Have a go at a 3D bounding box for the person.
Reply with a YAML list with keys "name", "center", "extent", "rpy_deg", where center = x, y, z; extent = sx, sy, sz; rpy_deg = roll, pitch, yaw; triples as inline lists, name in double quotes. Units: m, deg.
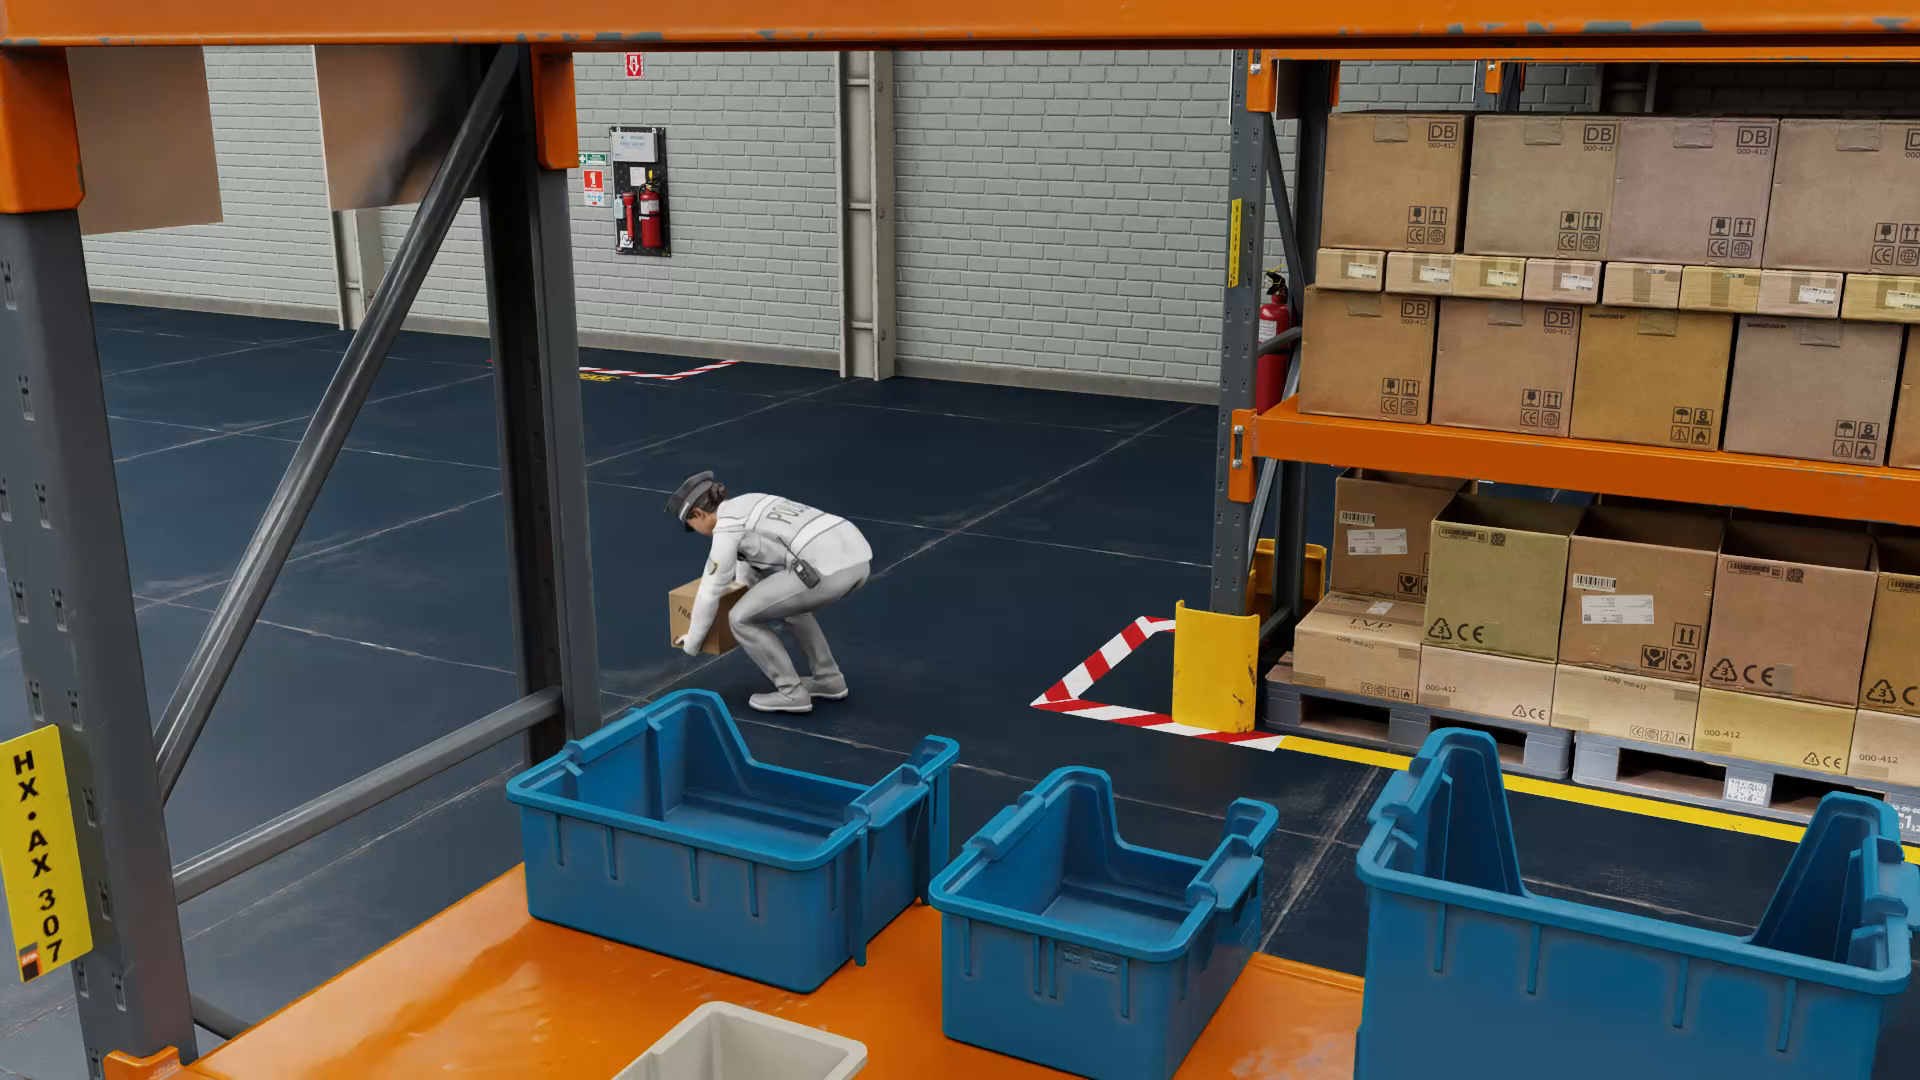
- name: "person"
  center: [-0.811, 0.211, 7.039]
  extent: [0.906, 0.983, 0.455]
  rpy_deg: [7, 17, 23]
